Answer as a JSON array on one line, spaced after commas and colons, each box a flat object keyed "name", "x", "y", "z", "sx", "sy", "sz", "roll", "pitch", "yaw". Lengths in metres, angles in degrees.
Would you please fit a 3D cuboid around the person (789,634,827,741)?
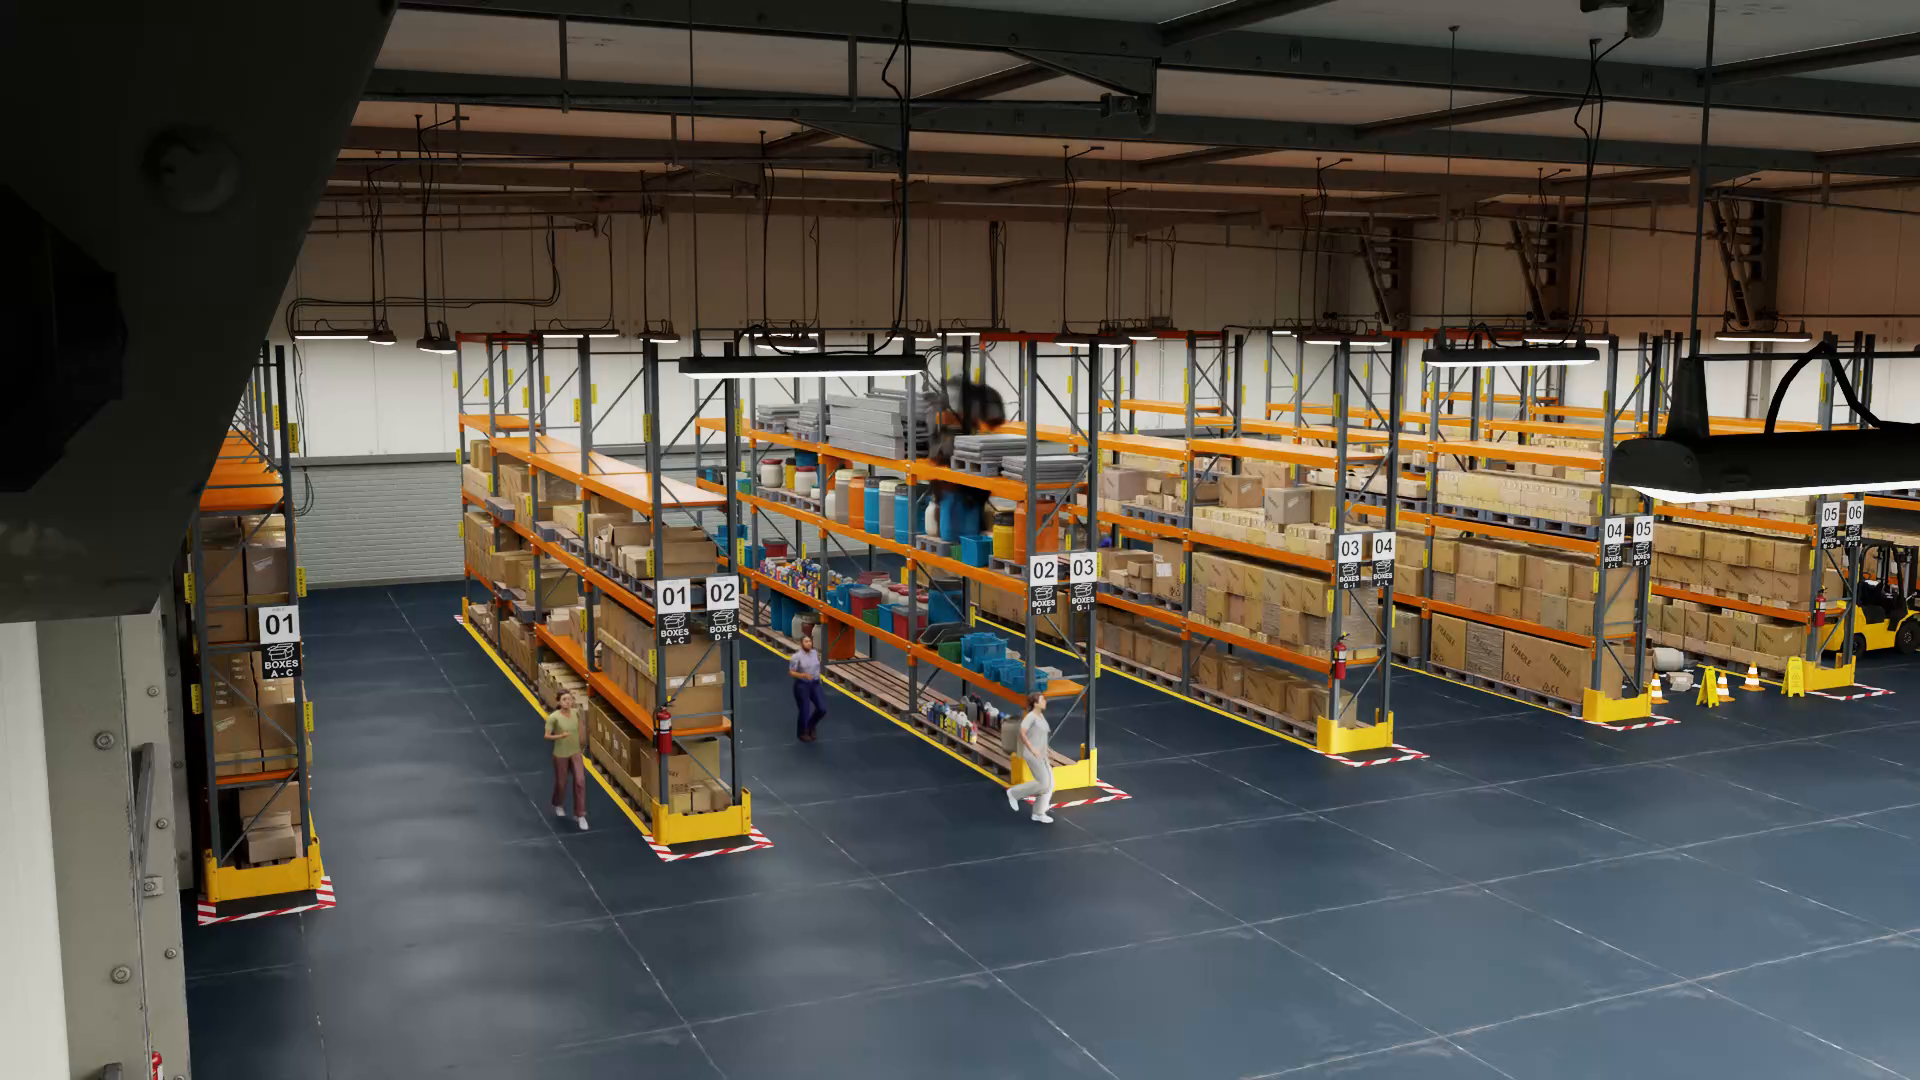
[{"name": "person", "x": -2.228, "y": 2.209, "z": 24.694, "sx": 0.591, "sy": 1.618, "sz": 0.576, "roll": -5, "pitch": 9, "yaw": -34}]

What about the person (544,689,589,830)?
[{"name": "person", "x": -4.912, "y": 2.705, "z": 20.743, "sx": 0.566, "sy": 1.697, "sz": 0.841, "roll": -5, "pitch": 9, "yaw": -33}]

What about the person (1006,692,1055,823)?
[{"name": "person", "x": 0.958, "y": 2.711, "z": 21.033, "sx": 0.643, "sy": 1.598, "sz": 0.594, "roll": 3, "pitch": 8, "yaw": 22}]

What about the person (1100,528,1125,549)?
[{"name": "person", "x": 3.469, "y": 0.501, "z": 37.218, "sx": 0.554, "sy": 1.628, "sz": 0.640, "roll": -4, "pitch": 9, "yaw": -27}]
